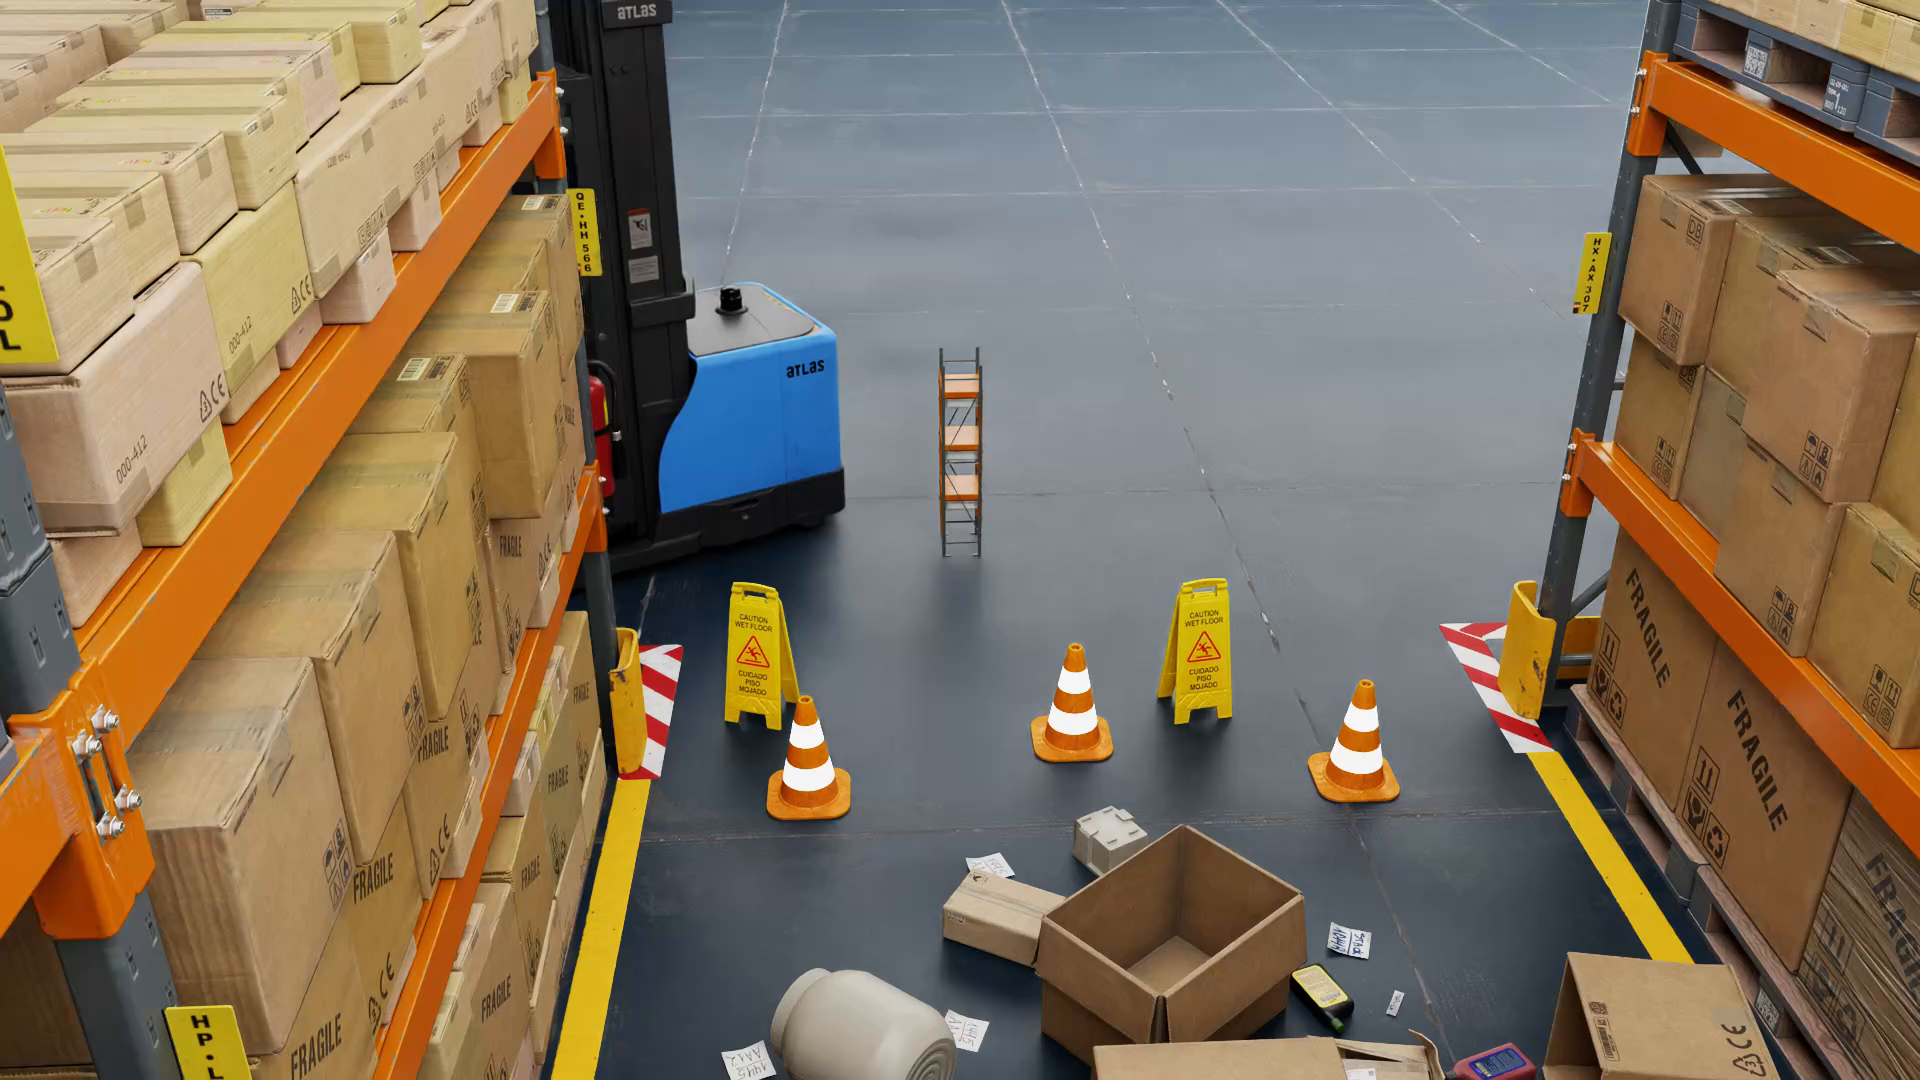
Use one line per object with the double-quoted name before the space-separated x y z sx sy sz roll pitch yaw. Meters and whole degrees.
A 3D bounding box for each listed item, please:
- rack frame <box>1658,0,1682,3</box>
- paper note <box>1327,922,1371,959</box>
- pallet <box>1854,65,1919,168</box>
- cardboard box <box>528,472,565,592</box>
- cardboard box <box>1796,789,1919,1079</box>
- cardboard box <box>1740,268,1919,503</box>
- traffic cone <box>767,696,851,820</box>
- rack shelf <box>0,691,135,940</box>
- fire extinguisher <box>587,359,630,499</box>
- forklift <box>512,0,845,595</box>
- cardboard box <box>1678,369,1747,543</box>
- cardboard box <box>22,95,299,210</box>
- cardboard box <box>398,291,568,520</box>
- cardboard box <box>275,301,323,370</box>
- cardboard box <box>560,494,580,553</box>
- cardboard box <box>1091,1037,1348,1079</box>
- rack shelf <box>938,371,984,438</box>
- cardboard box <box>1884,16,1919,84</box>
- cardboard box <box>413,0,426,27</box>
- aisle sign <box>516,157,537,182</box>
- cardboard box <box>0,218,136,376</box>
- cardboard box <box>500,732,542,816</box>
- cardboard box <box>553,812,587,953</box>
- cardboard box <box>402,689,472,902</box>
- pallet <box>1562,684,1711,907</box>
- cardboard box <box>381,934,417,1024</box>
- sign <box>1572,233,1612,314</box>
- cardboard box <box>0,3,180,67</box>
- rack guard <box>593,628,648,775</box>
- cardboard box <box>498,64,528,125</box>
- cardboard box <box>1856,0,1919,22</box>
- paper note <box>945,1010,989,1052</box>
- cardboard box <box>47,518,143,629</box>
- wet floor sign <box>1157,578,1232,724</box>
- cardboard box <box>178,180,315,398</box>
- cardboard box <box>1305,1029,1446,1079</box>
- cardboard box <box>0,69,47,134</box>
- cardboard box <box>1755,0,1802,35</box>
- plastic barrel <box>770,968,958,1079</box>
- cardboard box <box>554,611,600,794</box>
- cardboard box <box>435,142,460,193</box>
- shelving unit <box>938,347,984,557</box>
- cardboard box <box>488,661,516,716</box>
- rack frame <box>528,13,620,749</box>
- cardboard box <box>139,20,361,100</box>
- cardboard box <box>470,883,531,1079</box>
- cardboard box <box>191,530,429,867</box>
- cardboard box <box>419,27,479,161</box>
"rack frame" 3.014 -3.288 5.323 1.000 3.000 0.127 -1 28 -3
"paper note" 1.398 1.435 5.967 0.144 0.017 0.142 8 29 15
"pallet" 3.129 -1.012 4.298 1.003 0.211 1.213 -1 28 -3
"cardboard box" -1.599 -0.163 5.388 0.500 0.500 0.500 -1 28 -3
"cardboard box" 3.209 1.267 4.921 0.875 0.875 0.875 -1 28 -2
"cardboard box" 3.009 -0.487 5.111 0.875 0.550 0.550 -1 28 -3
"traffic cone" -0.614 0.830 6.657 0.336 0.463 0.334 -1 28 -3
"rack shelf" -1.611 1.298 0.552 1.077 0.370 4.000 -1 28 -3
"fire extinguisher" -1.470 -0.492 6.532 0.296 0.674 0.183 -1 28 -3
"forklift" -2.145 -1.250 7.977 3.031 2.935 1.130 -16 31 -27
"cardboard box" 3.129 -0.271 5.863 0.875 0.550 0.550 -1 28 -3
"cardboard box" -1.441 -0.704 3.021 0.380 0.149 0.250 -2 28 -3
"cardboard box" -1.531 -0.384 4.731 0.700 0.500 0.500 -2 28 -3
"cardboard box" -1.544 -0.457 3.411 0.380 0.149 0.250 -2 28 -4
"cardboard box" -1.567 -0.069 5.909 0.380 0.149 0.250 -2 28 -3
"cardboard box" 0.753 1.767 4.672 0.797 0.637 0.503 -1 28 -3
"rack shelf" 0.003 -0.683 8.334 0.215 0.259 0.240 -1 28 -3
"cardboard box" 2.777 -1.328 4.519 0.380 0.149 0.250 -2 28 -3
"cardboard box" -1.638 -1.416 4.387 0.380 0.149 0.250 -1 28 -3
"aisle sign" -1.638 -1.650 5.859 0.394 0.787 0.004 -1 28 -3
"cardboard box" -1.406 -0.340 2.324 0.380 0.149 0.250 -2 28 -4
"cardboard box" -1.514 0.721 5.132 0.380 0.149 0.250 0 28 0
"cardboard box" -1.594 1.177 5.768 0.500 0.250 0.500 -1 28 -2
"cardboard box" -1.523 0.536 4.049 0.500 0.500 0.500 -2 28 -3
"pallet" 3.133 0.976 6.651 1.003 0.211 1.213 -1 28 -3
"cardboard box" -1.499 0.991 3.878 0.380 0.149 0.250 -1 28 -1
"sign" 2.459 -1.036 6.472 0.100 0.325 0.005 -1 28 -3
"cardboard box" -2.061 -1.161 3.899 0.380 0.149 0.250 -1 28 -2
"rack guard" -1.920 0.682 6.903 1.175 0.500 0.348 -1 28 -3
"cardboard box" -1.581 -1.408 5.234 0.380 0.149 0.250 -1 28 -2
"cardboard box" 2.837 -1.557 4.527 0.500 0.250 0.500 -2 28 -3
"paper note" 0.007 1.644 5.577 0.148 0.019 0.142 8 29 15
"cardboard box" -1.485 0.015 2.505 0.380 0.149 0.250 -2 28 -3
"wet floor sign" 1.035 0.450 7.189 0.267 0.644 0.232 -6 28 -11
"cardboard box" -1.501 -0.458 2.981 0.500 0.250 0.500 -2 28 -3
"cardboard box" 1.293 1.682 5.238 0.396 0.266 0.258 3 28 6
"cardboard box" -2.020 -0.809 3.222 0.380 0.149 0.250 -2 28 -4
"cardboard box" 2.738 -1.678 5.189 0.380 0.149 0.250 -1 28 -2
"plastic barrel" -0.305 1.598 5.229 0.512 0.421 0.421 19 33 32
"cardboard box" -1.622 0.602 6.060 0.500 0.500 0.500 -1 28 -2
"cardboard box" -1.594 -1.052 4.552 0.380 0.149 0.250 -2 28 -3
"shelving unit" 0.003 -0.441 8.460 0.215 1.050 0.252 -1 28 -3
"cardboard box" -1.555 0.406 4.999 0.380 0.149 0.250 -2 28 -3
"rack frame" -1.924 -0.462 6.392 1.000 3.000 0.127 -1 28 -3
"cardboard box" -1.570 -1.056 3.697 0.380 0.149 0.250 -1 28 -2
"cardboard box" -1.542 1.320 4.683 0.500 0.500 0.500 0 28 0
"cardboard box" -1.527 0.321 3.380 0.700 0.500 0.500 -1 28 -2
"cardboard box" -1.572 -1.156 4.319 0.500 0.250 0.500 -1 28 -1
